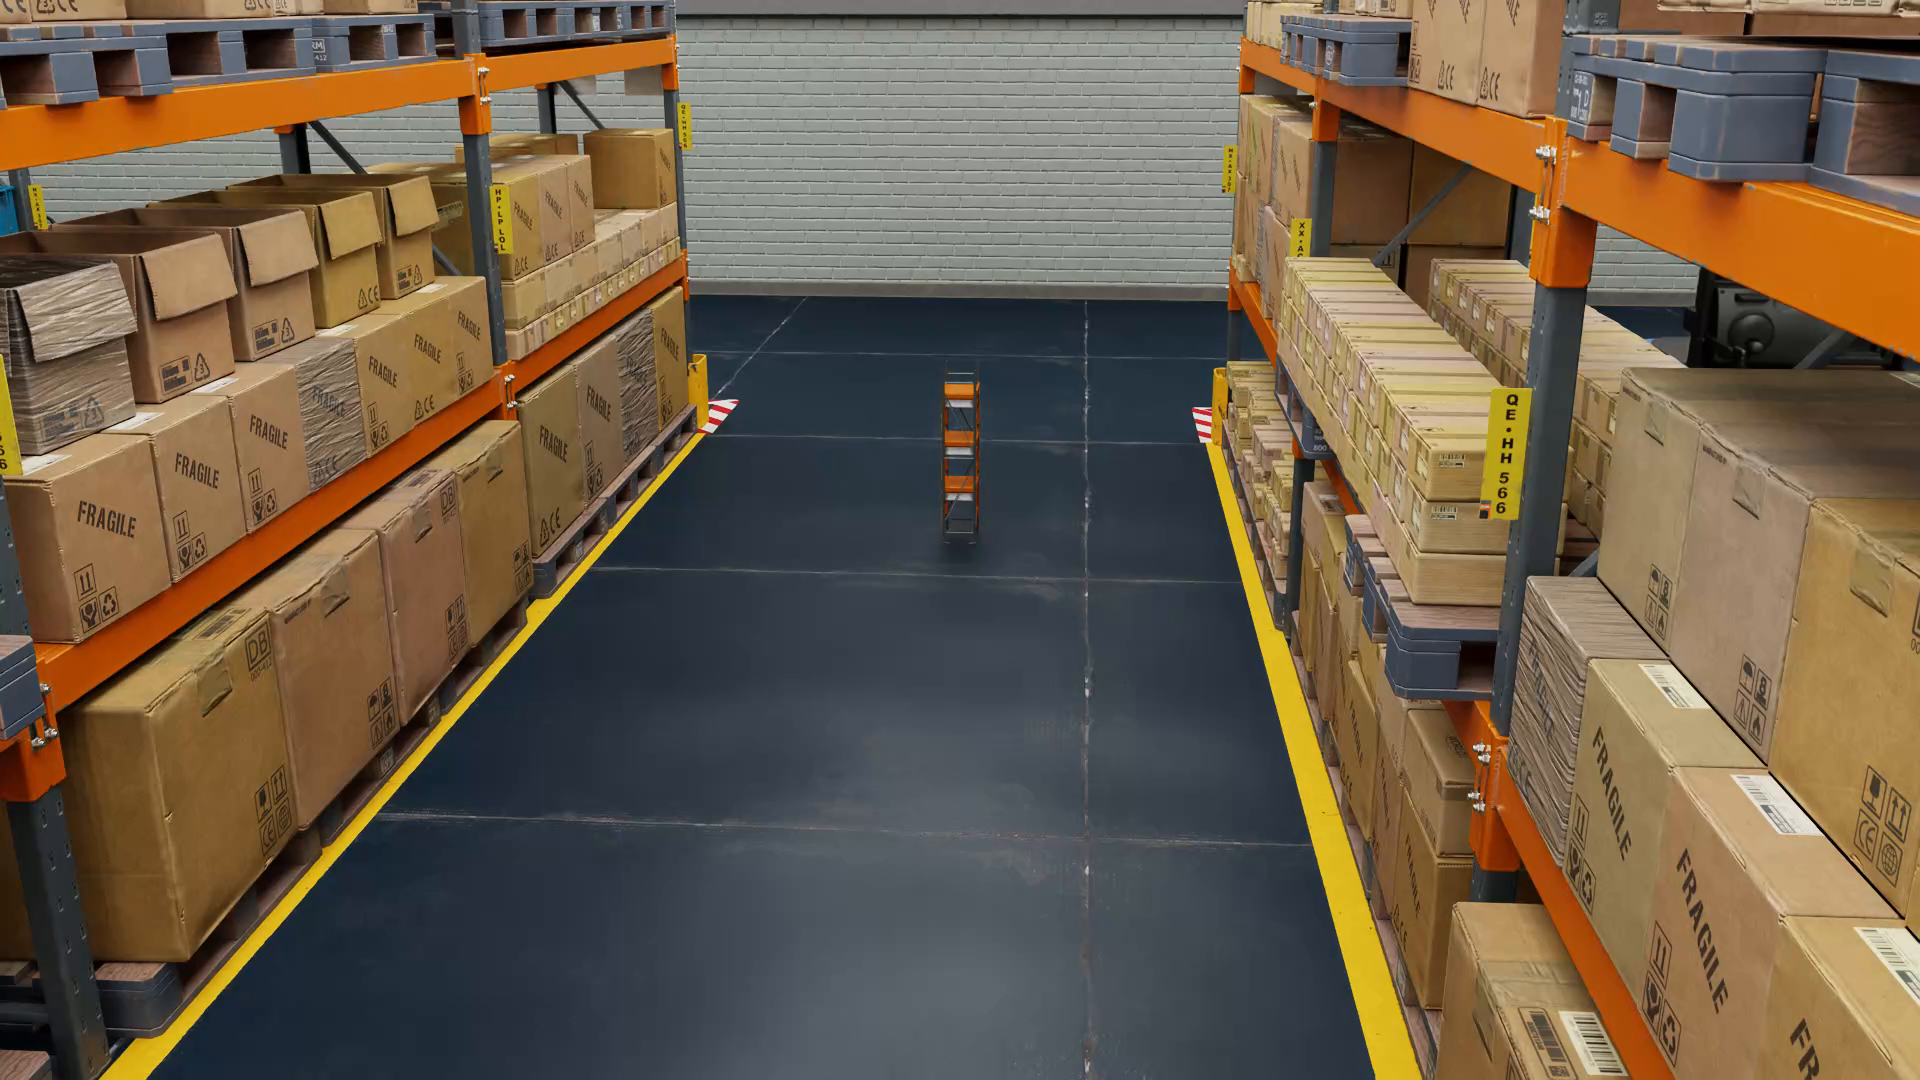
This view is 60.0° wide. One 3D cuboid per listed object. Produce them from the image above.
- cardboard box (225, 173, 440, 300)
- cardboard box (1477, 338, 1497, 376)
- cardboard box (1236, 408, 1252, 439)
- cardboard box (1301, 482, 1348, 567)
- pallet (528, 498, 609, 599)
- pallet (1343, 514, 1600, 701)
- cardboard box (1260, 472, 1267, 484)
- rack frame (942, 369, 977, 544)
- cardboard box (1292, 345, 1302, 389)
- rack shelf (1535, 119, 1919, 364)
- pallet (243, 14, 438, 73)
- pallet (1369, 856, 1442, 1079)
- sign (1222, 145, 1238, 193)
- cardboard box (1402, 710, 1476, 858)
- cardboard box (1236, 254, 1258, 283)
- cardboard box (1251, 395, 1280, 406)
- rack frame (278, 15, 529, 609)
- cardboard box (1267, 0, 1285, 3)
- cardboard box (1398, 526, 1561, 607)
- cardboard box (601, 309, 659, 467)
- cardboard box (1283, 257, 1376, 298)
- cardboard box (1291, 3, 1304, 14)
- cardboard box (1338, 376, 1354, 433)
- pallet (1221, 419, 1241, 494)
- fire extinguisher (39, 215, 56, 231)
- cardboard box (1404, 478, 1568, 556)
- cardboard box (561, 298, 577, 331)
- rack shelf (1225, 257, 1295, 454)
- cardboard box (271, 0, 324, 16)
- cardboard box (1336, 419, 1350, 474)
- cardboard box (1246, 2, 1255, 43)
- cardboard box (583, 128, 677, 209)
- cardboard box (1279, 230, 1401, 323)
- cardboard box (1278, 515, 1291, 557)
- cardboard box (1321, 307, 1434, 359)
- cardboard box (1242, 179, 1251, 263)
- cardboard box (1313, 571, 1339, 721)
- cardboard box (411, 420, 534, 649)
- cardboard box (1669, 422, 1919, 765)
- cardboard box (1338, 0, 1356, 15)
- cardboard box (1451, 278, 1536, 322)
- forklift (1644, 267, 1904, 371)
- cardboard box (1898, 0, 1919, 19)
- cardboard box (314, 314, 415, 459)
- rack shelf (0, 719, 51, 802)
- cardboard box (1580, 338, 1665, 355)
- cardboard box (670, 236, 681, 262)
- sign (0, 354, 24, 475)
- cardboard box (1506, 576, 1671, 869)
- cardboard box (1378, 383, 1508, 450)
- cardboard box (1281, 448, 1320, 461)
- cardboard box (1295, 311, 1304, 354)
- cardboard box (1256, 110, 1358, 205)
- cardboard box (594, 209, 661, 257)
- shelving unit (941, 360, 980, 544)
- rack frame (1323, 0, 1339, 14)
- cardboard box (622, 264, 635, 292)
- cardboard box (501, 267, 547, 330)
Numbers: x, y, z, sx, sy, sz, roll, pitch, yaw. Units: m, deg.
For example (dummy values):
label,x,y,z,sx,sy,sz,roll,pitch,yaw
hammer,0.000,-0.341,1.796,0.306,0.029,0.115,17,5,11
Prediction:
label,x,y,z,sx,sy,sz,roll,pitch,yaw
cardboard box,-2.834,-1.393,7.586,0.797,0.503,0.637,1,18,2
cardboard box,2.238,-0.694,6.476,0.380,0.149,0.250,0,18,1
cardboard box,2.004,-0.758,10.845,0.380,0.149,0.250,2,18,6
cardboard box,1.827,-0.070,7.455,0.500,0.250,0.500,0,18,1
pallet,-2.664,0.023,9.514,1.003,0.211,1.213,1,18,4
pallet,1.801,0.184,4.852,1.213,0.211,1.003,1,18,4
cardboard box,1.991,-0.301,9.927,0.380,0.149,0.250,2,18,5
rack frame,-0.005,-0.478,9.695,0.200,1.050,0.008,1,18,4
cardboard box,1.620,-0.730,7.062,0.380,0.149,0.250,1,18,4
rack shelf,1.713,-0.146,1.888,1.077,0.370,4.000,1,18,4
pallet,-2.813,-2.116,7.054,0.805,0.209,1.217,1,18,2
pallet,1.914,1.399,5.314,1.003,0.211,1.213,1,18,4
sign,1.889,-2.591,11.624,0.100,0.325,0.005,1,18,4
cardboard box,1.644,0.730,5.012,0.500,0.250,0.500,1,18,3
cardboard box,2.030,-1.793,10.981,0.380,0.149,0.250,1,18,2
cardboard box,2.043,-0.812,10.532,0.380,0.149,0.250,2,18,6
rack frame,-2.797,-1.068,8.364,1.000,3.000,0.127,1,18,4
cardboard box,2.020,-3.153,9.349,0.500,0.250,0.500,1,18,2
cardboard box,1.433,0.073,4.612,0.380,0.149,0.250,2,18,5
cardboard box,-2.541,-1.017,10.946,0.875,0.875,0.875,1,18,4
cardboard box,1.656,-1.176,7.469,0.380,0.149,0.250,2,18,7
cardboard box,1.956,-2.593,8.443,0.500,0.250,0.500,1,18,4
cardboard box,1.528,-0.469,5.788,0.380,0.149,0.250,2,18,5
pallet,2.331,-0.568,11.316,1.003,0.211,1.213,1,18,4
fire extinguisher,-6.986,-2.243,12.675,0.296,0.674,0.183,1,18,4
cardboard box,1.438,-0.068,4.566,0.380,0.149,0.250,2,18,5
cardboard box,-2.390,-1.278,9.409,0.380,0.149,0.250,1,18,2
rack shelf,2.287,-1.205,9.938,1.077,0.370,4.000,1,18,4
cardboard box,-2.965,-2.312,6.812,0.500,0.311,0.500,1,18,2
cardboard box,1.530,-0.325,5.827,0.380,0.149,0.250,2,18,6
cardboard box,2.143,-3.388,10.870,0.500,0.250,0.500,2,18,6
cardboard box,-2.283,-2.579,11.536,0.500,0.500,0.500,2,18,5
cardboard box,1.896,-1.271,8.346,0.500,0.500,0.500,1,18,4
cardboard box,1.849,-0.017,8.583,0.380,0.149,0.250,2,18,5
cardboard box,1.564,-0.775,6.244,0.380,0.149,0.250,2,18,6
cardboard box,2.109,-2.057,10.744,0.500,0.500,0.500,1,18,4
cardboard box,1.789,0.451,7.070,0.500,0.500,0.500,2,18,6
cardboard box,-2.823,-0.058,8.021,1.225,0.875,0.875,1,18,4
cardboard box,1.779,0.090,3.063,0.700,0.500,0.500,1,18,3
cardboard box,2.006,-2.483,7.031,0.700,0.500,0.500,1,18,4
cardboard box,2.270,-0.996,6.918,0.380,0.149,0.250,1,18,2
forklift,4.534,-1.156,8.742,1.130,2.935,3.031,2,18,5
cardboard box,1.512,-0.778,1.972,0.500,0.311,0.500,1,18,3
cardboard box,-2.631,-0.648,6.922,0.500,0.500,0.500,1,18,3
rack shelf,-3.227,1.138,2.789,1.077,0.370,4.000,1,18,4
cardboard box,2.175,-0.594,5.691,0.380,0.149,0.250,2,18,6
cardboard box,-2.207,-2.073,11.834,0.380,0.149,0.250,2,18,5
sign,-2.542,-0.329,4.377,0.100,0.325,0.005,1,18,4
cardboard box,1.555,0.403,3.716,0.500,0.500,0.500,1,18,5
cardboard box,1.473,-0.368,5.002,0.380,0.149,0.250,2,18,6
cardboard box,1.995,-0.406,9.293,0.380,0.149,0.250,2,18,6
cardboard box,1.621,-0.874,7.025,0.380,0.149,0.250,2,18,5
cardboard box,2.011,-2.222,9.643,0.500,0.500,0.500,1,18,2
cardboard box,-2.317,-2.066,11.174,0.500,0.250,0.500,1,18,3
shelving unit,0.004,-0.516,9.810,0.215,1.050,0.252,1,18,4
rack frame,2.143,-3.776,6.996,1.000,3.000,0.127,1,18,4
cardboard box,-2.297,-1.675,10.620,0.380,0.149,0.250,1,18,4
cardboard box,-2.502,-1.278,8.768,0.500,0.250,0.500,1,18,3
